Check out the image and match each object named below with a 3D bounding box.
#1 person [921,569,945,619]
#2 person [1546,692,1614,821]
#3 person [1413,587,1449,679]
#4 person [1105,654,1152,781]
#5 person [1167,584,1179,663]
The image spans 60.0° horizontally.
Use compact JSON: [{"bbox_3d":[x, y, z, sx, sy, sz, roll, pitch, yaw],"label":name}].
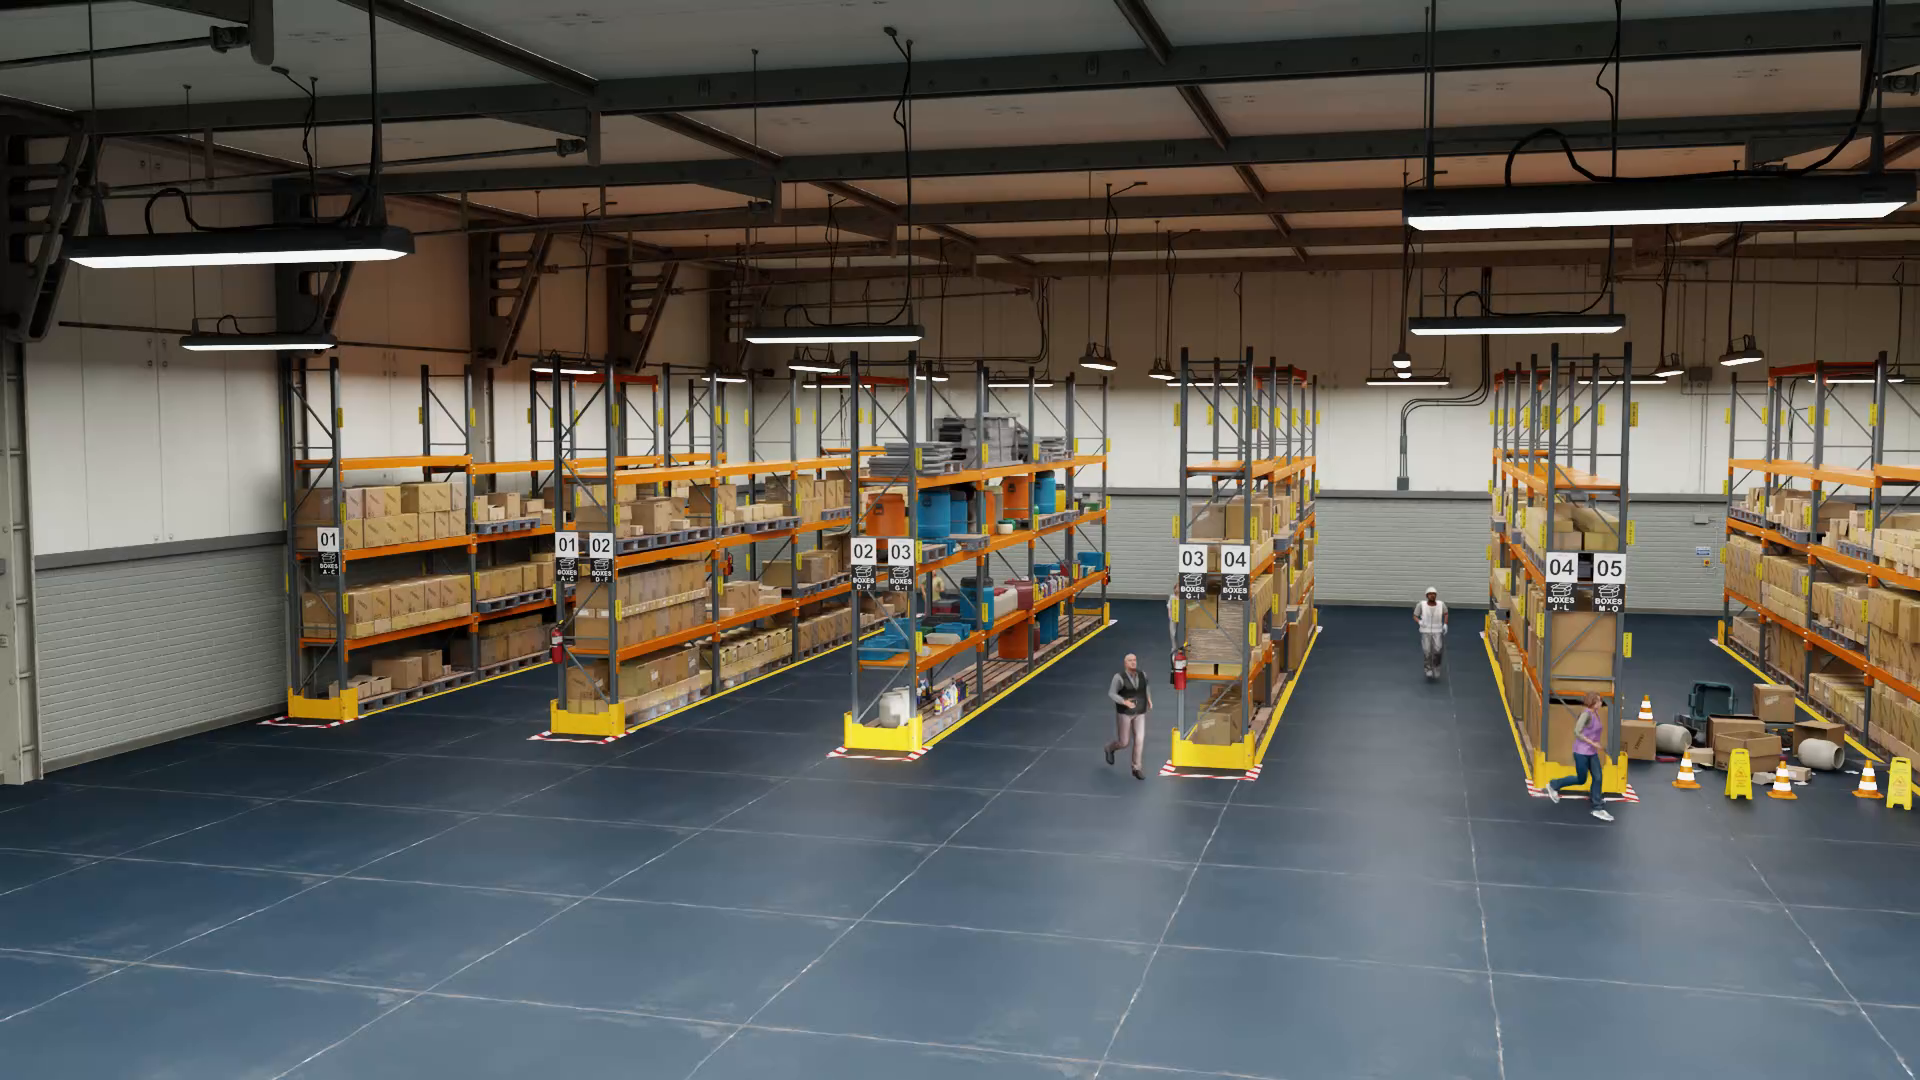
[{"bbox_3d":[-0.614,1.420,37.462,0.562,1.729,0.762,0,4,2],"label":"person"},{"bbox_3d":[7.829,2.681,20.910,0.877,1.579,0.568,4,6,41],"label":"person"},{"bbox_3d":[9.024,1.784,31.857,0.674,1.761,0.643,1,4,13],"label":"person"},{"bbox_3d":[2.381,2.446,23.303,0.670,1.726,0.899,-1,4,-18],"label":"person"},{"bbox_3d":[4.532,1.698,34.456,0.509,1.589,1.015,1,4,12],"label":"person"}]
